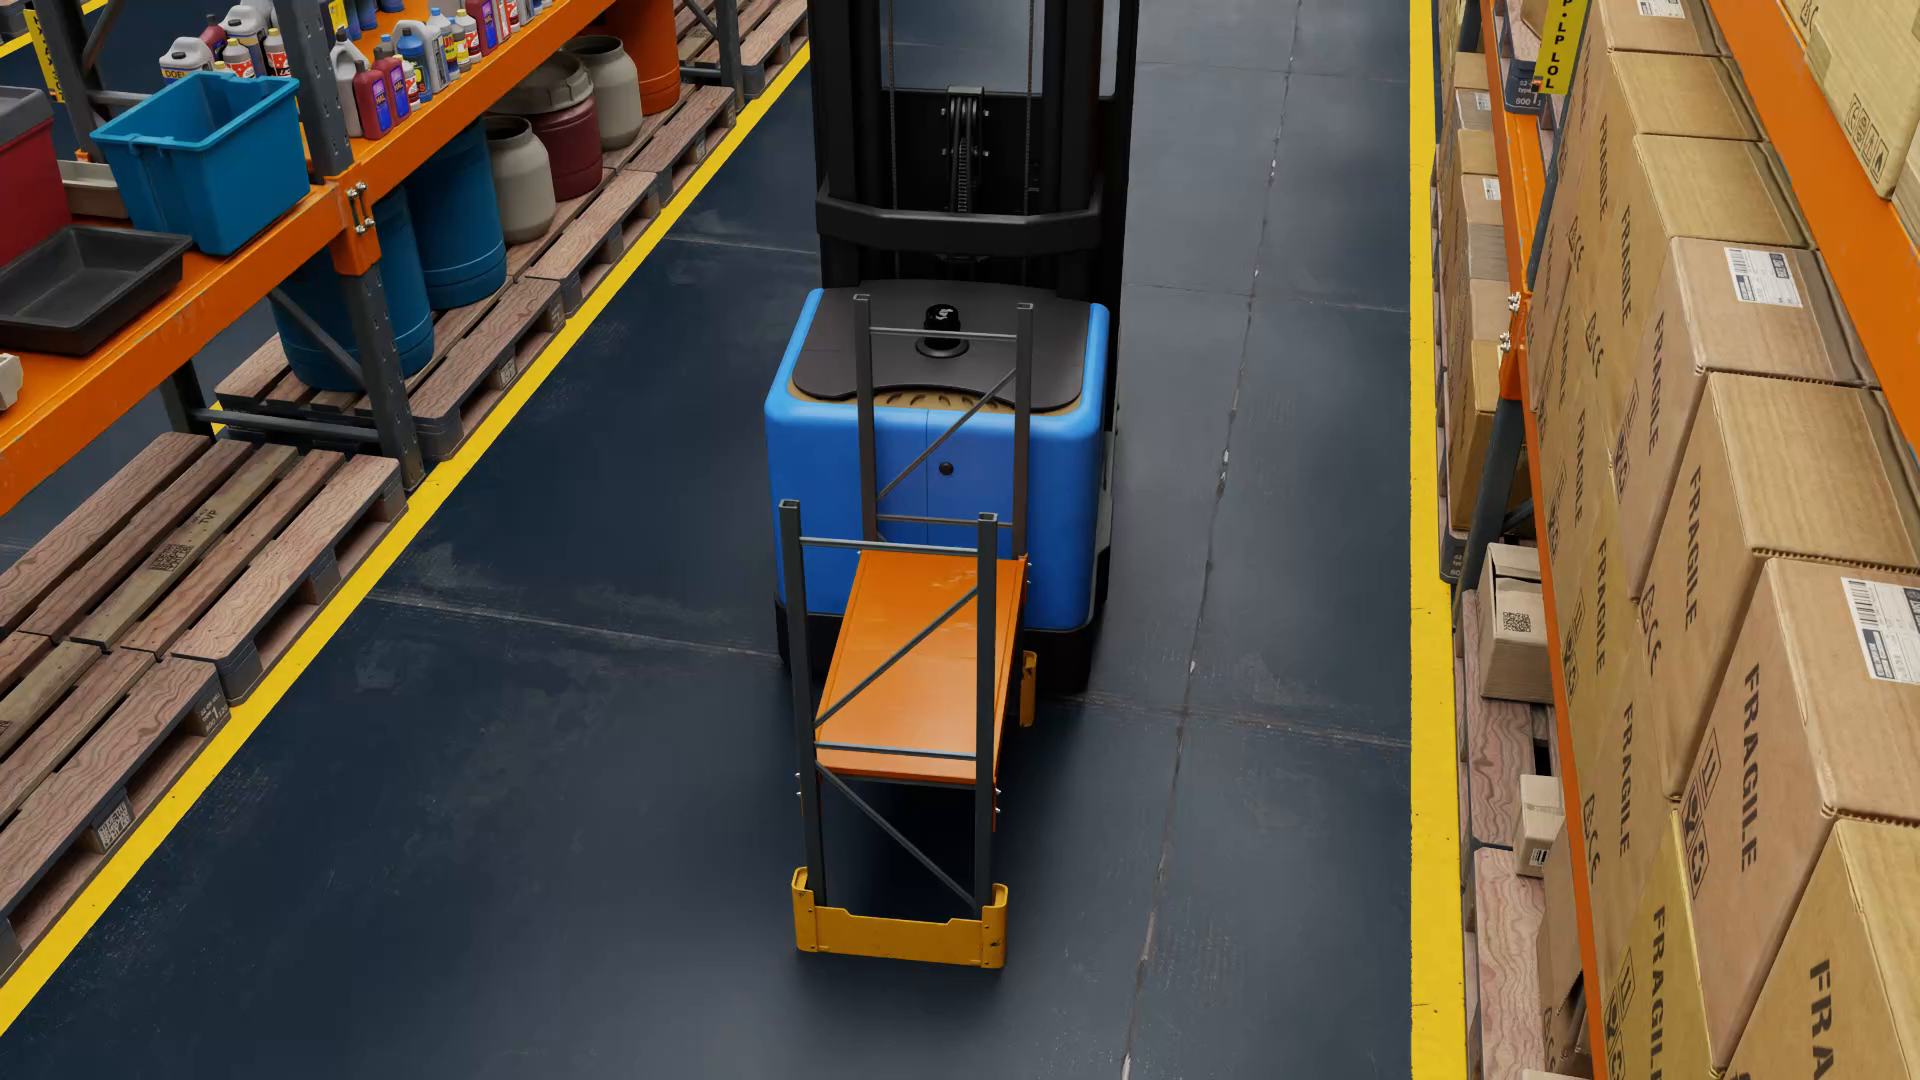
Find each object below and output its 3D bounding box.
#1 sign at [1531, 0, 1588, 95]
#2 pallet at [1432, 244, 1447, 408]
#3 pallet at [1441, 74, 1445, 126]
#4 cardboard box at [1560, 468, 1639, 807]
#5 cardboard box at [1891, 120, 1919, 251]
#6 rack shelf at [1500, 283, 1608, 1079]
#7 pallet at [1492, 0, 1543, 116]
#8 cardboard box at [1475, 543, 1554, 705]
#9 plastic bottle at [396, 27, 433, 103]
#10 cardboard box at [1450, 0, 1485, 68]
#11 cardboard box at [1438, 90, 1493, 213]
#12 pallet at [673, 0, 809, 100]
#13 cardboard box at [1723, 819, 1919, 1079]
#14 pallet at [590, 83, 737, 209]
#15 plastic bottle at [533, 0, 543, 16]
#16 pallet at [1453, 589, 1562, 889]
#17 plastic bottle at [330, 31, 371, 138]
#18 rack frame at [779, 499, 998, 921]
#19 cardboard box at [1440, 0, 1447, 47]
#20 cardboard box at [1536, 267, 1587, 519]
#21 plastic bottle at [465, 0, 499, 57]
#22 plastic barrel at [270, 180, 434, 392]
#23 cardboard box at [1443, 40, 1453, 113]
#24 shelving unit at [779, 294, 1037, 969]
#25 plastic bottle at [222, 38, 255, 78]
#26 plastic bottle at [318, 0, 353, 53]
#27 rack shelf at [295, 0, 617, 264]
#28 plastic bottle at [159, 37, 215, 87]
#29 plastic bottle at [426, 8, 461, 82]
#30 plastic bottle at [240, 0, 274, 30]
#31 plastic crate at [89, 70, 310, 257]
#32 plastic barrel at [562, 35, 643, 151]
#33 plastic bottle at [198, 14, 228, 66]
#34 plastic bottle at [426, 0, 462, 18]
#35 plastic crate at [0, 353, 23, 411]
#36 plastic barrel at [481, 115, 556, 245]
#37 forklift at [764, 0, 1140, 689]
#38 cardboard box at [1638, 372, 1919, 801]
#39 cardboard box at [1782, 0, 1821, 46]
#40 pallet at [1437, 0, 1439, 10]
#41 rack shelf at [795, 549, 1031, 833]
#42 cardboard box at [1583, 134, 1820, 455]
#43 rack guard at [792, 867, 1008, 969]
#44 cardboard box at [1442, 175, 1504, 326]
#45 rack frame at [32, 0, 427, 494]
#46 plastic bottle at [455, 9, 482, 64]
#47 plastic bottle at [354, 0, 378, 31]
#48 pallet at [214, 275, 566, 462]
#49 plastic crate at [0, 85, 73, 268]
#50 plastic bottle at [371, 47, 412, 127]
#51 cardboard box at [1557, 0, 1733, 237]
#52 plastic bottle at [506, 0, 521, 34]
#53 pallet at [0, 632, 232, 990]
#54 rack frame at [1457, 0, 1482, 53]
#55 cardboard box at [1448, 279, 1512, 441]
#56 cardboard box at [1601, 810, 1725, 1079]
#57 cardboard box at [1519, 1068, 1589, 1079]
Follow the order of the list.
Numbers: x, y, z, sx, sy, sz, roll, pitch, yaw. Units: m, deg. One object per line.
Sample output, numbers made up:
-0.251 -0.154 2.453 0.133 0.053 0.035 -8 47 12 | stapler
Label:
1.678 -1.405 4.647 0.100 0.325 0.005 7 37 10 | sign
2.617 -0.913 7.329 1.003 0.211 1.213 7 37 10 | pallet
3.290 -2.500 9.520 1.003 0.211 1.213 7 37 10 | pallet
1.524 0.221 3.304 0.500 0.500 0.500 7 36 9 | cardboard box
1.337 -0.343 1.738 0.500 0.250 0.500 7 37 10 | cardboard box
1.794 0.569 3.522 1.077 0.370 4.000 7 37 10 | rack shelf
2.665 -1.969 6.574 1.003 0.211 1.213 7 37 10 | pallet
1.920 0.255 5.259 0.500 0.311 0.500 7 37 10 | cardboard box
-2.066 -1.798 6.284 0.097 0.271 0.097 0 36 0 | plastic bottle
2.947 -2.777 9.033 0.500 0.311 0.500 8 37 11 | cardboard box
2.593 -1.802 7.936 0.500 0.500 0.500 6 36 8 | cardboard box
-1.559 -3.096 10.341 1.003 0.211 1.213 7 37 10 | pallet
1.193 0.689 1.806 0.500 0.500 0.500 7 37 10 | cardboard box
-1.890 -2.199 9.104 1.003 0.211 1.213 7 37 10 | pallet
-1.847 -2.385 7.094 0.097 0.271 0.097 0 36 0 | plastic bottle
2.074 0.654 5.169 1.003 0.211 1.213 7 37 10 | pallet
-2.216 -1.657 6.022 0.144 0.351 0.185 7 37 10 | plastic bottle
-0.164 0.539 4.228 0.500 1.500 0.032 4 36 5 | rack frame
3.167 -3.135 10.005 0.500 0.250 0.500 8 37 11 | cardboard box
1.740 -0.358 4.102 0.500 0.500 0.500 8 37 11 | cardboard box
-1.932 -2.111 6.706 0.061 0.283 0.133 7 37 10 | plastic bottle
-2.484 -1.122 6.673 0.600 0.901 0.708 7 37 10 | plastic barrel
2.950 -2.551 9.199 0.500 0.250 0.500 8 37 11 | cardboard box
-0.107 0.248 4.630 0.587 1.500 1.083 4 36 5 | shelving unit
-2.763 -1.817 6.370 0.097 0.201 0.097 0 36 0 | plastic bottle
-2.560 -2.128 6.672 0.144 0.351 0.185 7 37 10 | plastic bottle
-2.190 -2.348 7.546 1.077 0.370 4.000 7 37 10 | rack shelf
-2.849 -1.708 6.157 0.152 0.276 0.135 7 37 10 | plastic bottle
-2.016 -1.931 6.467 0.097 0.271 0.097 0 36 0 | plastic bottle
-2.740 -2.040 6.551 0.144 0.351 0.185 7 37 10 | plastic bottle
-2.383 -1.200 5.312 0.392 0.384 0.575 7 37 10 | plastic crate
-1.884 -2.331 8.672 0.421 0.512 0.421 0 36 0 | plastic barrel
-2.844 -1.850 6.346 0.061 0.283 0.133 7 37 10 | plastic bottle
-2.097 -2.209 6.848 0.152 0.276 0.135 7 37 10 | plastic bottle
-2.695 -0.374 4.383 0.293 0.136 0.466 7 37 10 | plastic crate
-2.125 -1.683 7.778 0.421 0.512 0.421 0 36 0 | plastic barrel
0.071 -1.550 5.892 1.130 2.935 3.031 4 36 5 | forklift
1.407 0.102 2.617 0.500 0.500 0.500 8 37 11 | cardboard box
1.553 -0.916 2.529 0.500 0.250 0.500 7 37 10 | cardboard box
3.811 -3.899 11.450 1.003 0.211 1.213 7 37 10 | pallet
-0.106 0.389 4.742 0.538 0.185 1.000 4 36 5 | rack shelf
1.626 -0.489 3.432 0.500 0.500 0.500 6 36 9 | cardboard box
-0.164 1.045 4.596 0.587 0.250 0.087 4 36 5 | rack guard
2.374 -1.216 7.126 0.500 0.500 0.500 6 36 8 | cardboard box
-2.617 -1.492 5.753 1.000 3.000 0.127 7 37 10 | rack frame
-1.975 -2.014 6.642 0.097 0.201 0.097 0 36 0 | plastic bottle
-2.508 -2.277 6.946 0.097 0.271 0.097 0 36 0 | plastic bottle
-2.411 -0.800 7.174 1.003 0.211 1.213 7 37 10 | pallet
-3.053 -1.062 5.054 0.402 0.464 0.583 7 37 10 | plastic crate
-2.093 -1.678 6.109 0.061 0.283 0.133 7 37 10 | plastic bottle
1.846 -1.080 4.246 0.500 0.500 0.500 8 37 11 | cardboard box
-1.897 -2.223 6.931 0.097 0.201 0.097 0 36 0 | plastic bottle
-2.995 0.765 5.015 1.003 0.211 1.213 7 37 10 | pallet
3.076 -3.162 8.057 1.000 3.000 0.127 7 37 10 | rack frame
2.161 -0.636 6.327 0.500 0.500 0.500 7 37 10 | cardboard box
1.304 0.795 2.512 0.500 0.500 0.500 8 37 10 | cardboard box
1.475 1.476 3.626 0.500 0.250 0.500 7 37 10 | cardboard box
